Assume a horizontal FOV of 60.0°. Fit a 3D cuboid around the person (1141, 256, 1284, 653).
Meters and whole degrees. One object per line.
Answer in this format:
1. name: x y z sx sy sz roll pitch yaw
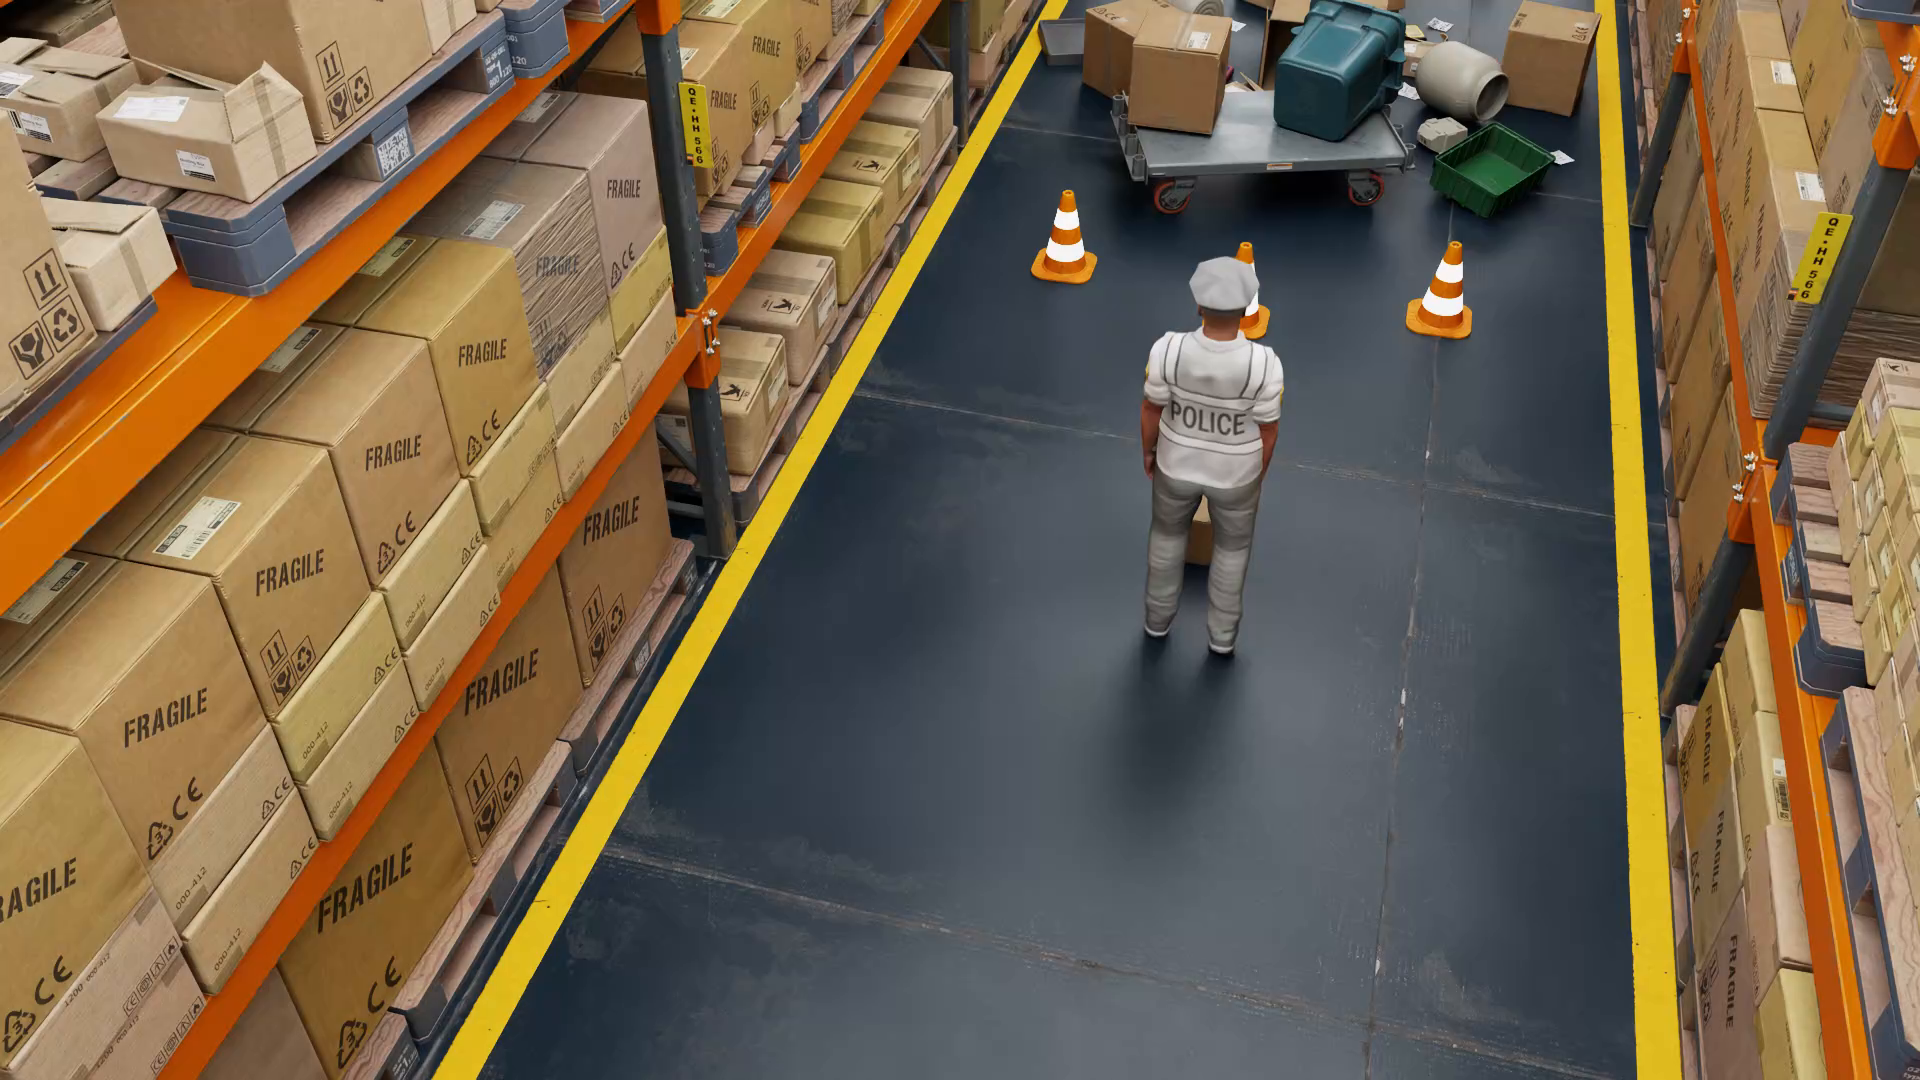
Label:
1. person: 0.962 -0.305 6.529 0.527 1.798 0.392 11 42 12
